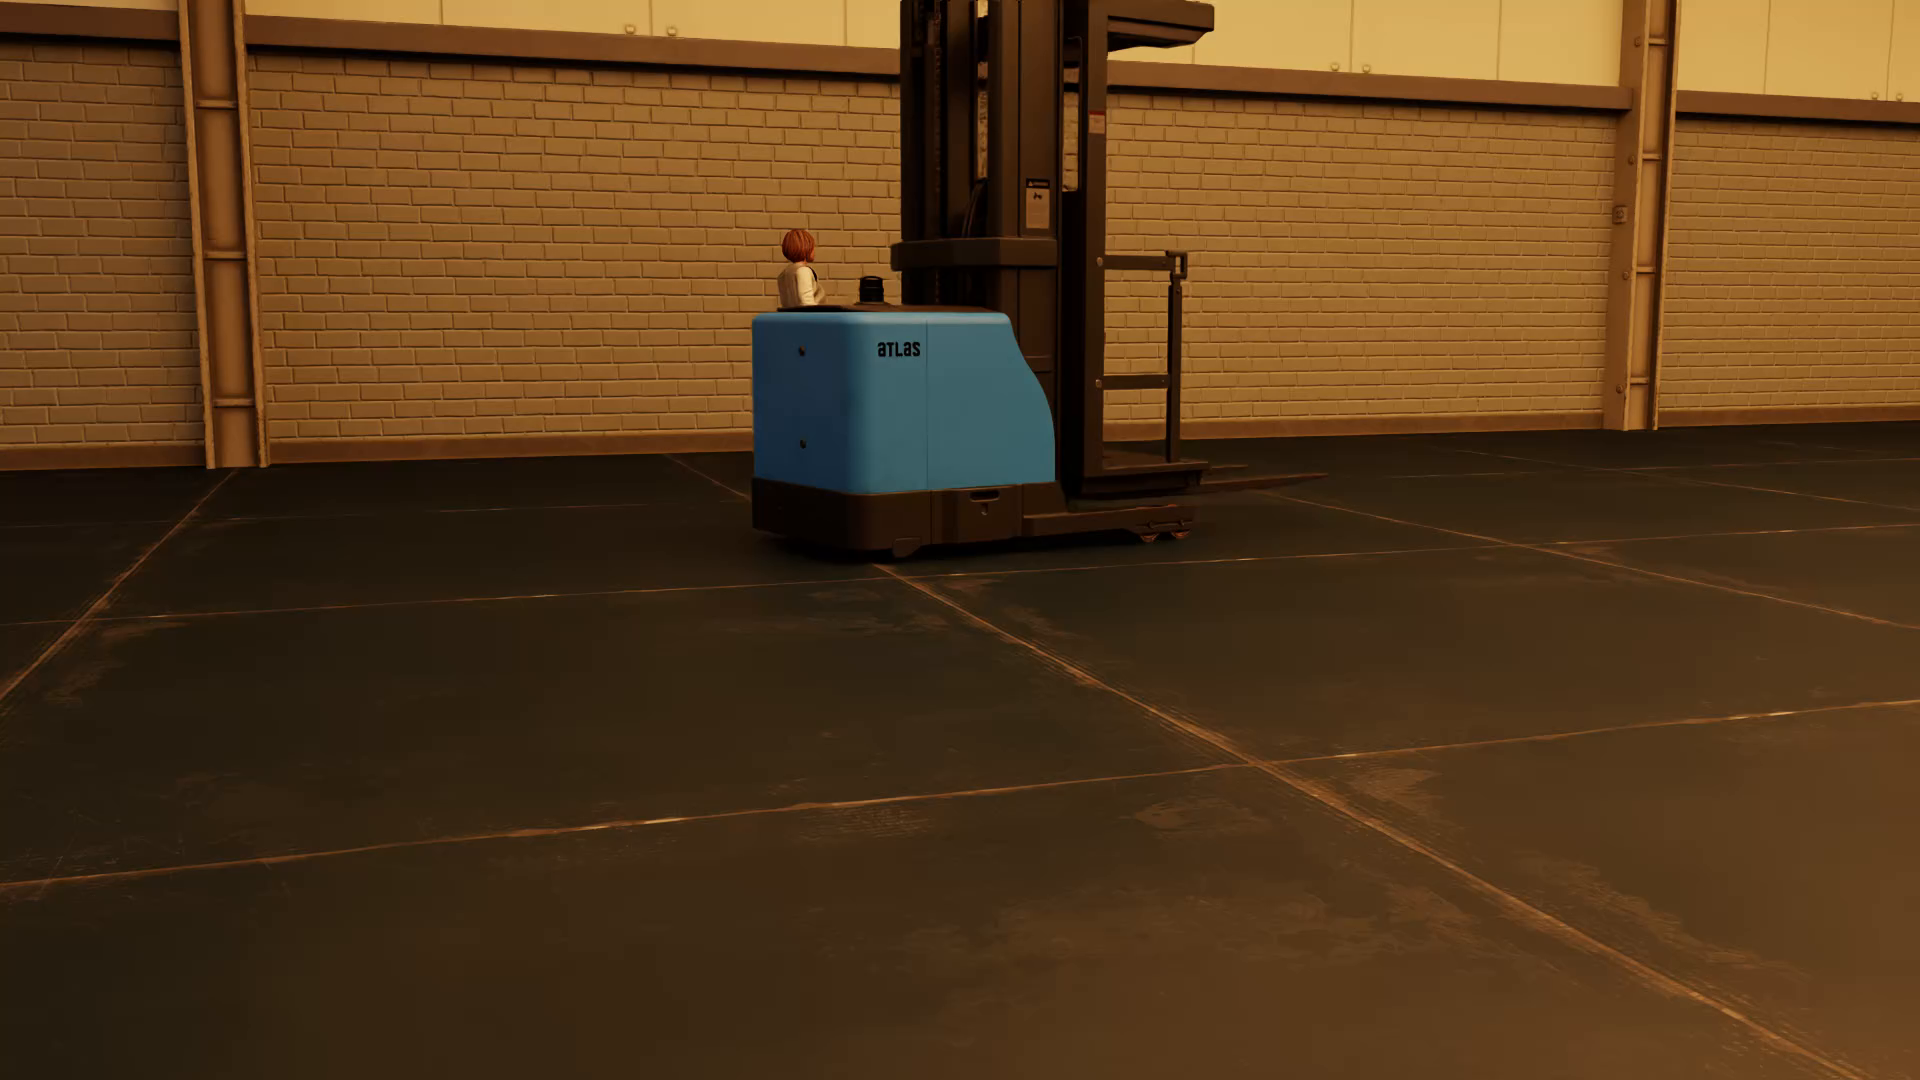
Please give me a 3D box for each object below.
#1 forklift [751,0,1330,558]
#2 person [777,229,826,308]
[{"bbox_3d":[0.525,-1.502,8.094,3.031,2.935,1.130,-5,9,-33],"label":"forklift"},{"bbox_3d":[-0.904,-1.186,10.672,0.476,1.597,0.518,-4,9,-28],"label":"person"}]
